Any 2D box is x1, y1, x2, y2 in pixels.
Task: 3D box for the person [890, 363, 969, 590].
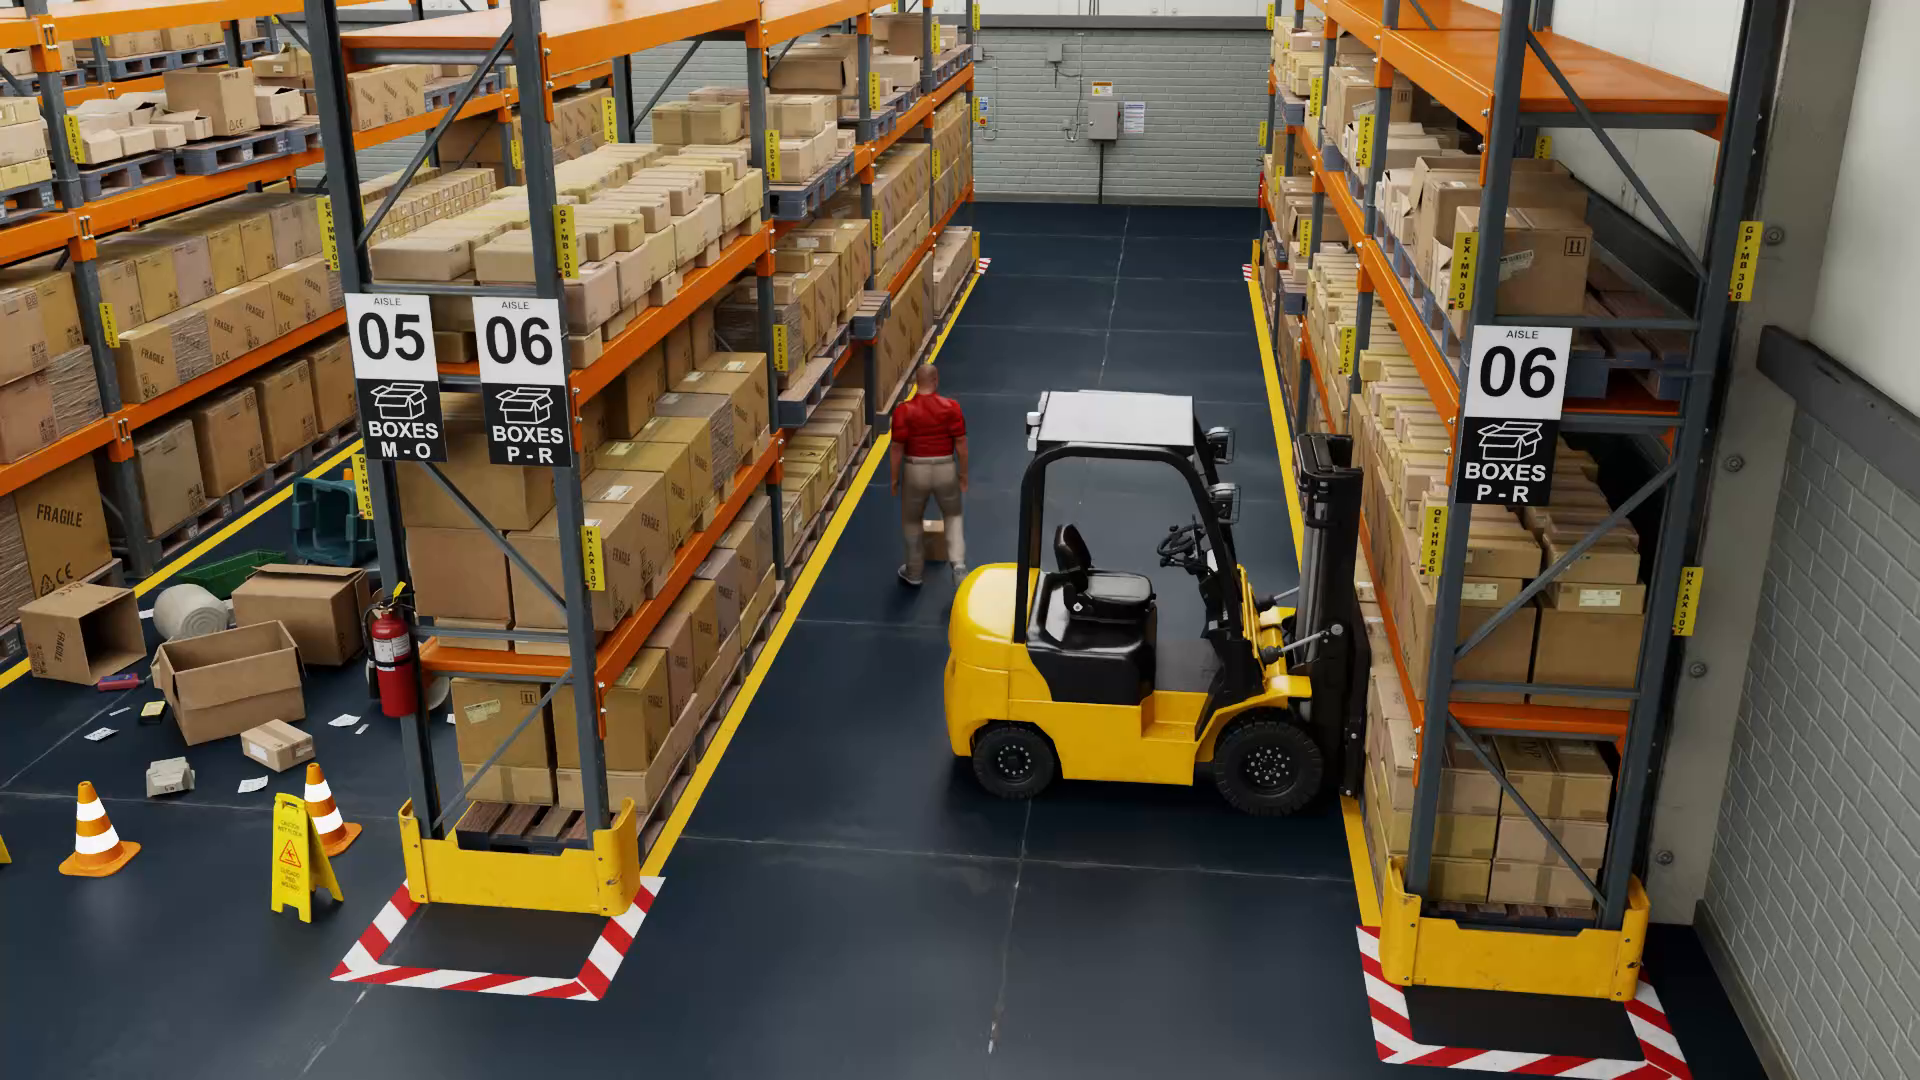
[{"bbox_3d":[-0.223,-0.462,12.250,0.589,1.721,0.655,-4,21,-10],"label":"person"}]
